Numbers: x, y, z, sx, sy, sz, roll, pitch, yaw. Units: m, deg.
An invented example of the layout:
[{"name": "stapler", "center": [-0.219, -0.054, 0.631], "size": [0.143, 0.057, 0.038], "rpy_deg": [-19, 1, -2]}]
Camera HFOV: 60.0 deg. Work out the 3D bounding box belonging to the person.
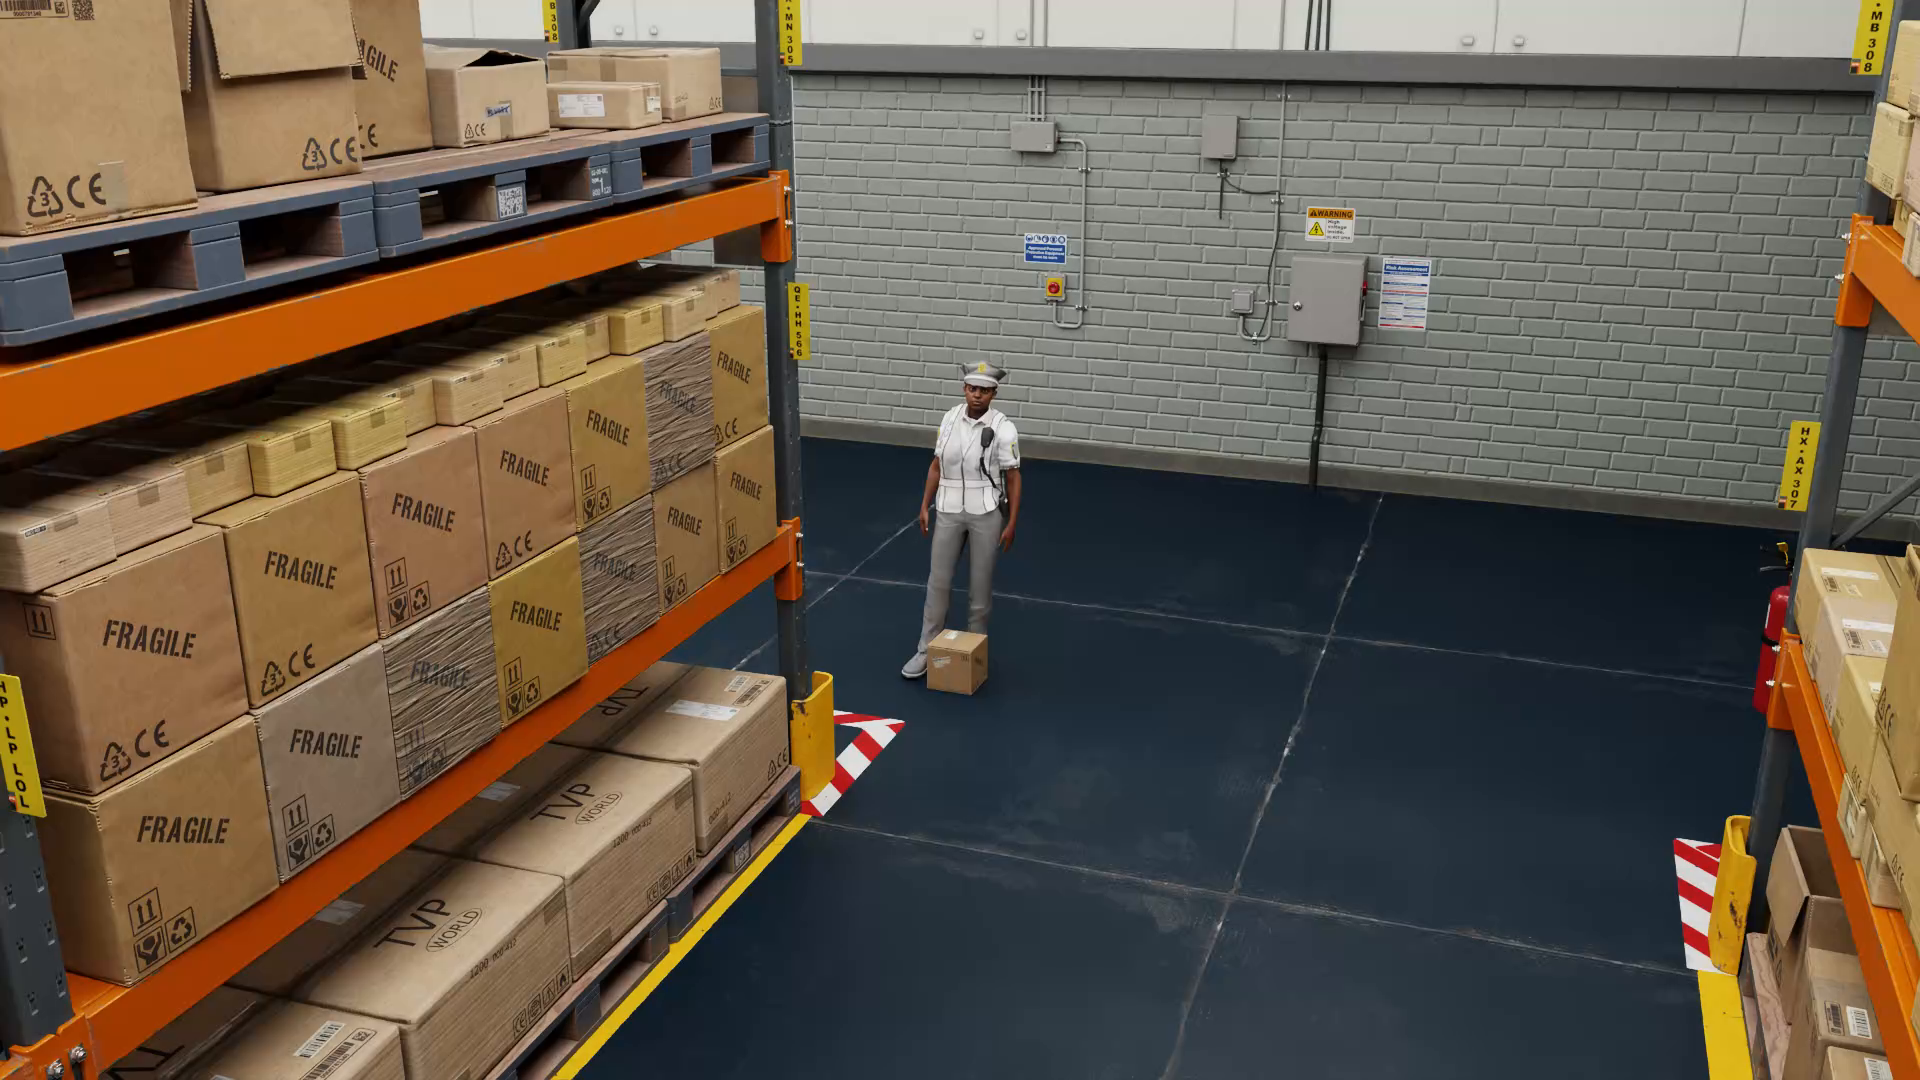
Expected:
[{"name": "person", "center": [0.021, -0.109, 8.802], "size": [0.570, 1.696, 0.529], "rpy_deg": [6, 20, 18]}]
